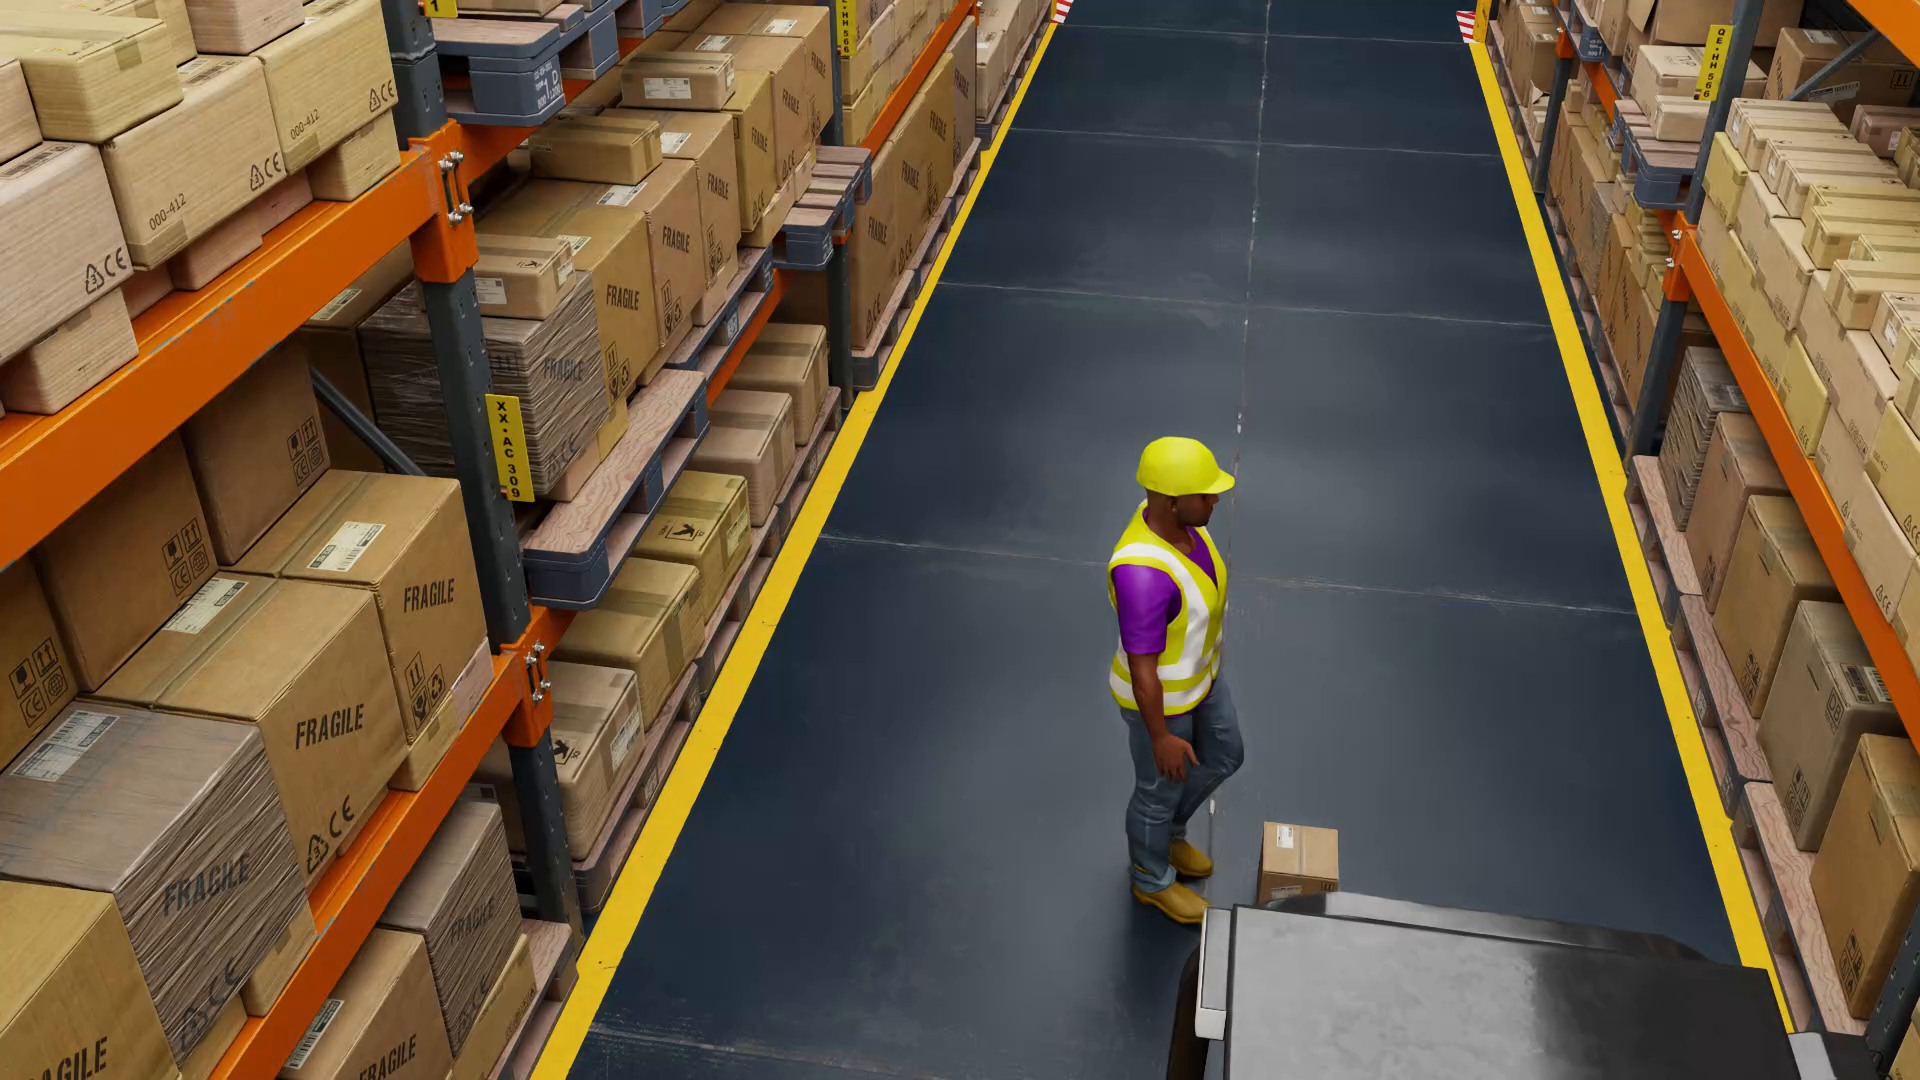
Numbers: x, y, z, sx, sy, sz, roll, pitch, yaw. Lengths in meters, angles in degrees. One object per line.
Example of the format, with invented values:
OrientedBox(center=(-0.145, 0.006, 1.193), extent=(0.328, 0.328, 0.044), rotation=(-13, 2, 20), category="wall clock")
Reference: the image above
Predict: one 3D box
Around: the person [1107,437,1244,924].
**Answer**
OrientedBox(center=(0.689, 0.480, 5.343), extent=(0.451, 1.774, 0.620), rotation=(13, 35, 20), category="person")
